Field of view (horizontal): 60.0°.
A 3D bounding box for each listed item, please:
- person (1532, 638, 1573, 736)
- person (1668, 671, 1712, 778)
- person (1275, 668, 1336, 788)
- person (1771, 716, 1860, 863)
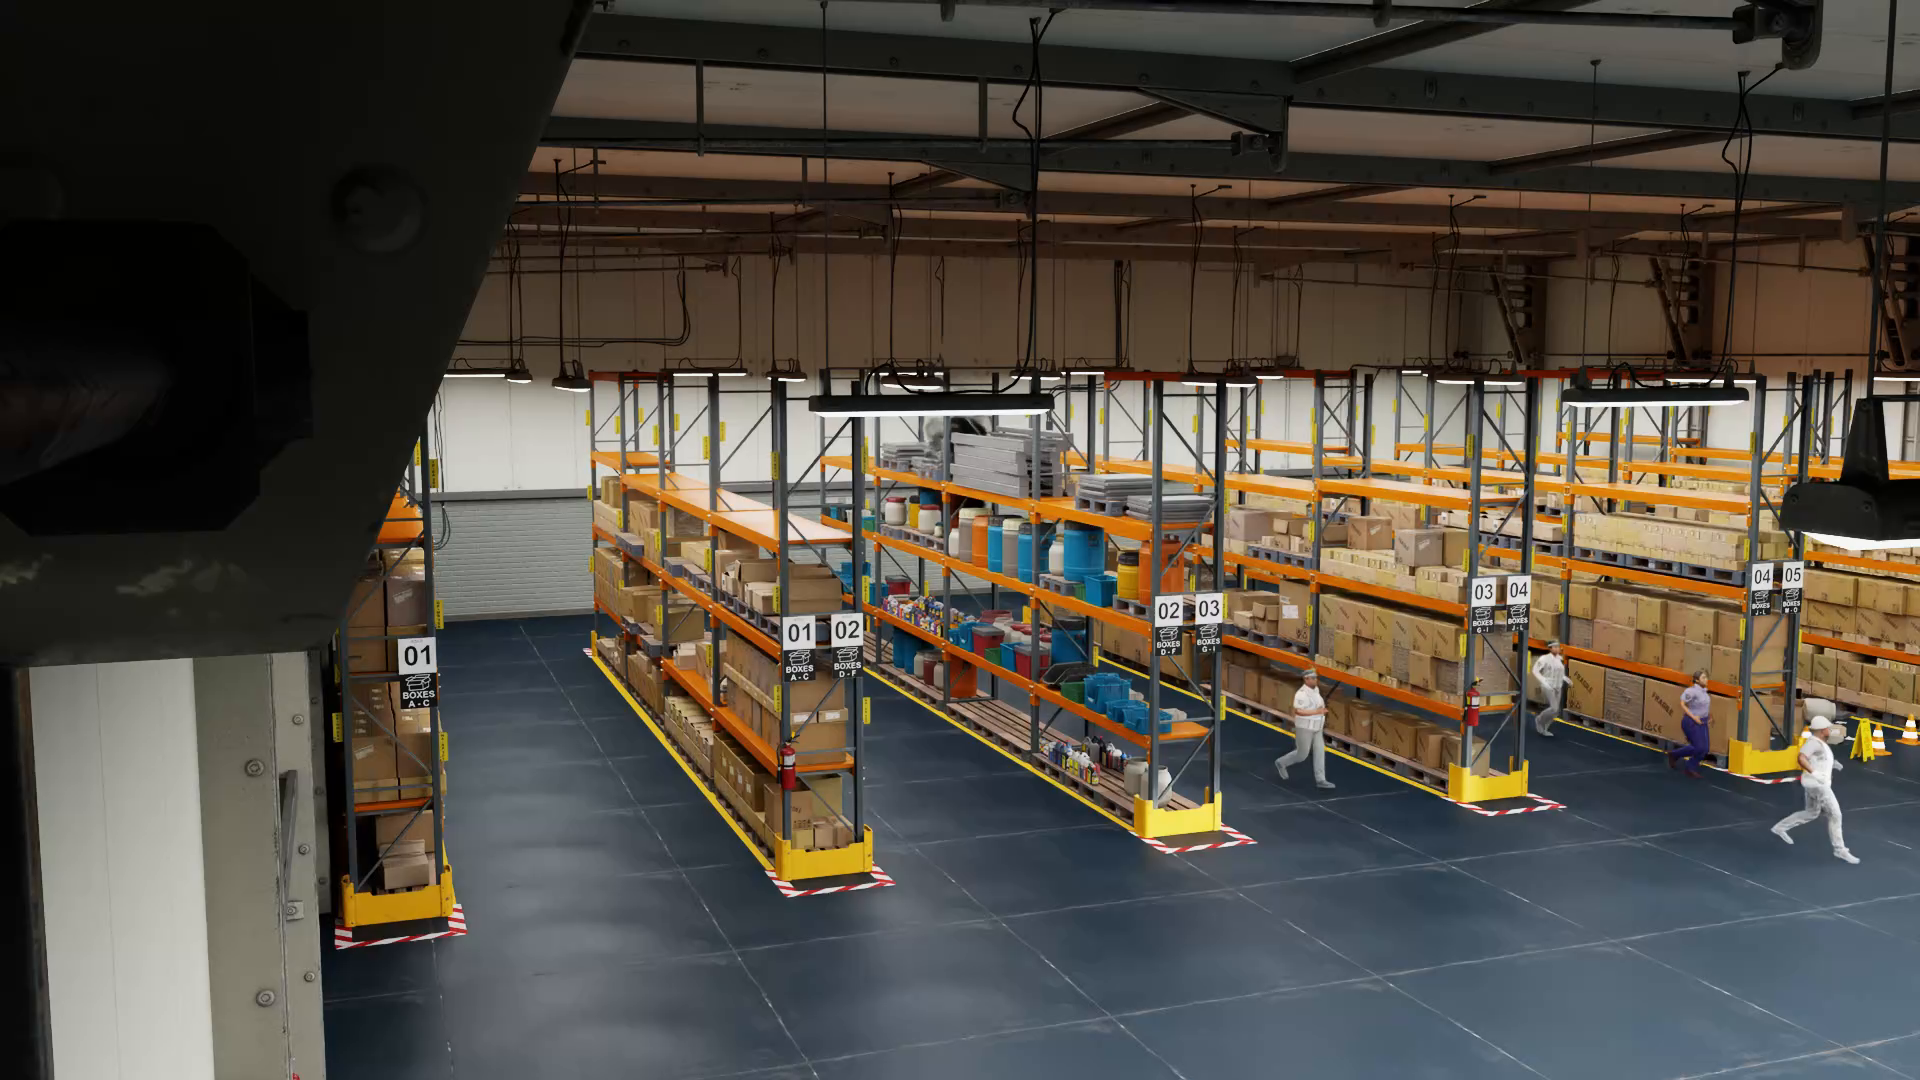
[{"bbox_3d":[9.810,2.442,27.461,0.589,1.643,0.531,-3,7,-26],"label":"person"},{"bbox_3d":[11.040,2.766,25.021,0.632,1.604,0.516,-5,8,-40],"label":"person"},{"bbox_3d":[5.082,2.725,24.284,0.961,1.756,0.668,6,9,44],"label":"person"},{"bbox_3d":[10.872,3.103,21.085,0.998,1.767,0.703,3,7,23],"label":"person"}]
